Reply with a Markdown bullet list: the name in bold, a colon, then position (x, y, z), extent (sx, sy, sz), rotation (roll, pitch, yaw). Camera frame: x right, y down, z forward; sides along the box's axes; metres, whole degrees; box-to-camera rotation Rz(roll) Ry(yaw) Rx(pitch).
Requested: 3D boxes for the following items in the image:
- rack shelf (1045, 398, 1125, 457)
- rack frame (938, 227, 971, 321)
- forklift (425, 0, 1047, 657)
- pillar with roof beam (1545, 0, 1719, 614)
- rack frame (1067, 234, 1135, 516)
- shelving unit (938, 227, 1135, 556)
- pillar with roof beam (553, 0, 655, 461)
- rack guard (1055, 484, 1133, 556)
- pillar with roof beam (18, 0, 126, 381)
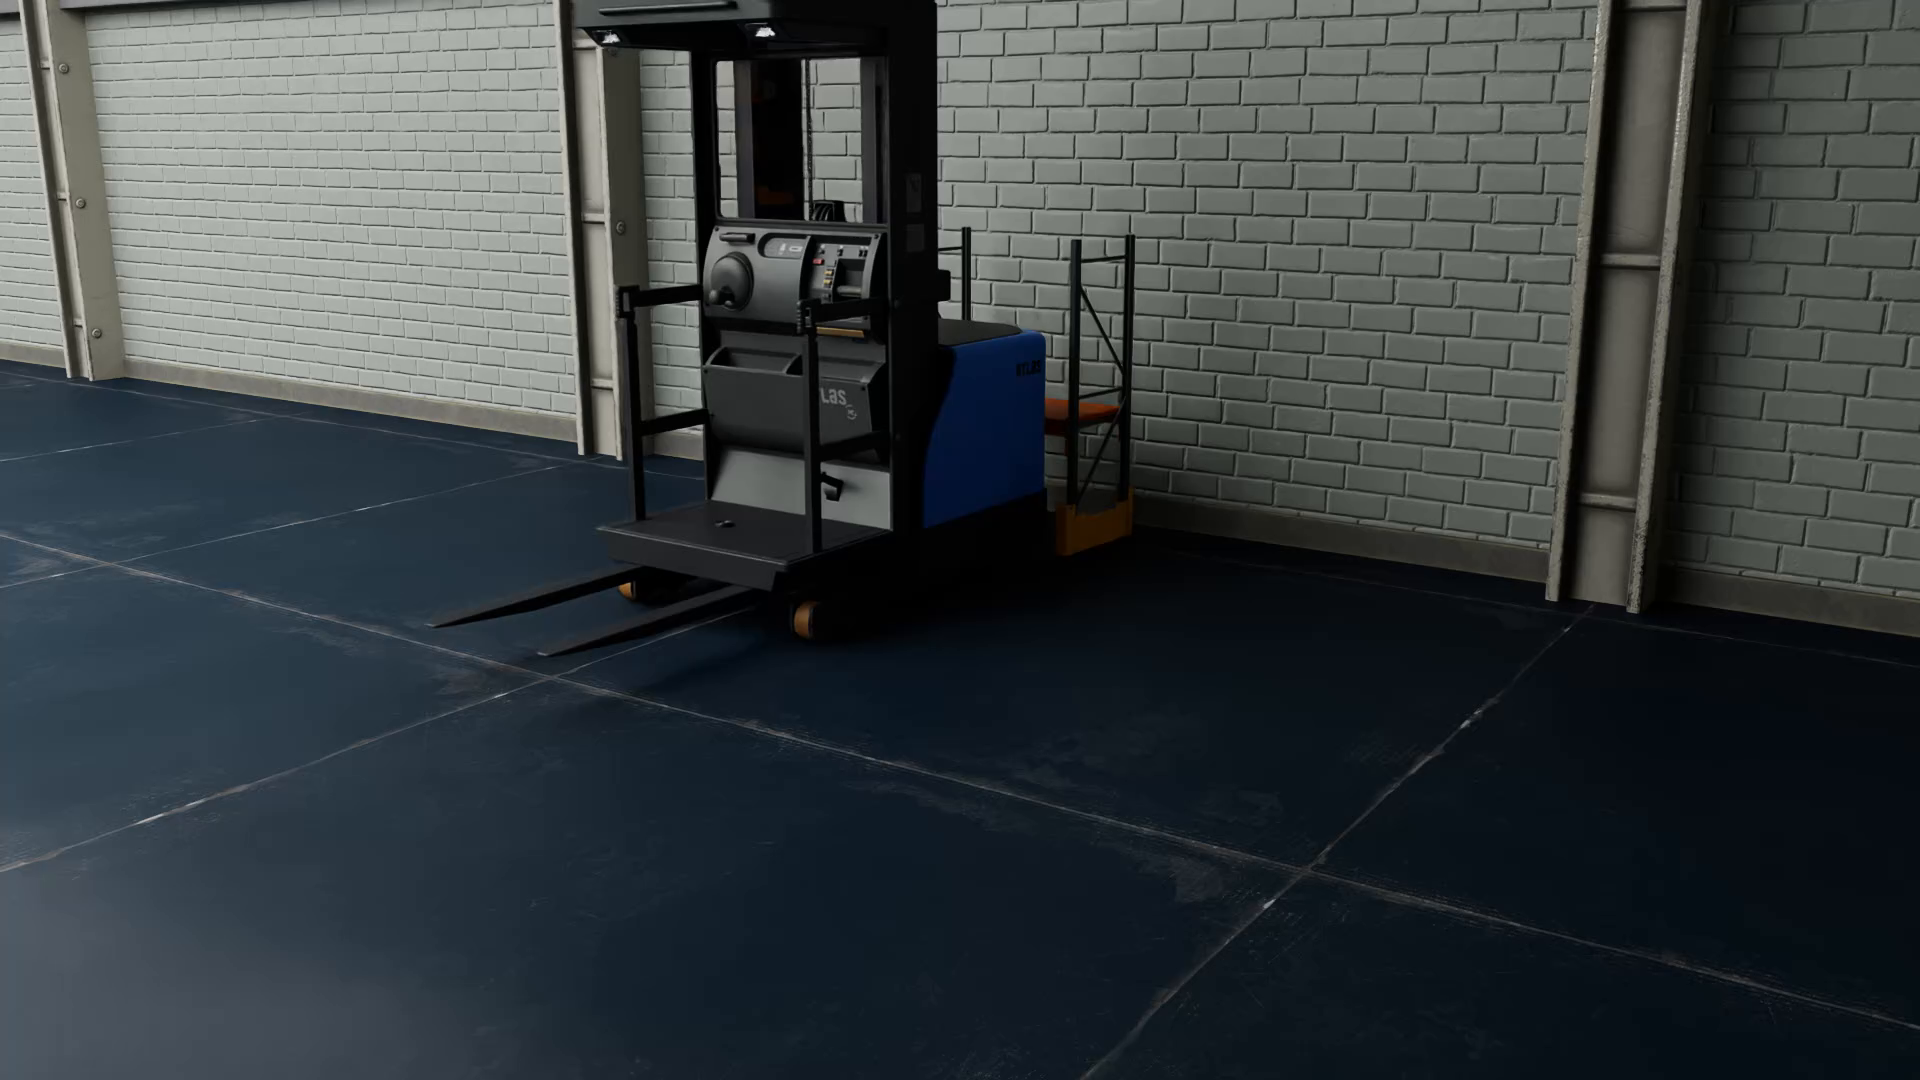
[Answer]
- **rack shelf**: position (0.286, -0.611, 8.420), extent (1.000, 0.185, 0.538), rotation (11, 18, 37)
- **rack frame**: position (-0.110, -0.862, 8.686), extent (0.032, 1.500, 0.500), rotation (11, 18, 37)
- **forklift**: position (-0.835, -1.148, 6.861), extent (1.130, 2.935, 3.031), rotation (10, 17, 34)
- **pillar with roof beam**: position (0.406, -3.254, 2.740), extent (0.400, 9.000, 9.100), rotation (9, 17, 33)
- **rack frame**: position (0.682, -0.709, 8.068), extent (0.032, 1.500, 0.500), rotation (11, 18, 37)
- **shelving unit**: position (0.279, -0.787, 8.382), extent (1.083, 1.500, 0.587), rotation (11, 18, 37)
- **pillar with roof beam**: position (-4.573, -4.058, 5.990), extent (0.400, 9.000, 9.100), rotation (9, 17, 33)
- **rack guard**: position (0.667, -0.106, 8.230), extent (0.087, 0.250, 0.587), rotation (11, 18, 37)
- **pillar with roof beam**: position (-9.552, -4.863, 9.241), extent (0.400, 9.000, 9.100), rotation (9, 17, 33)
